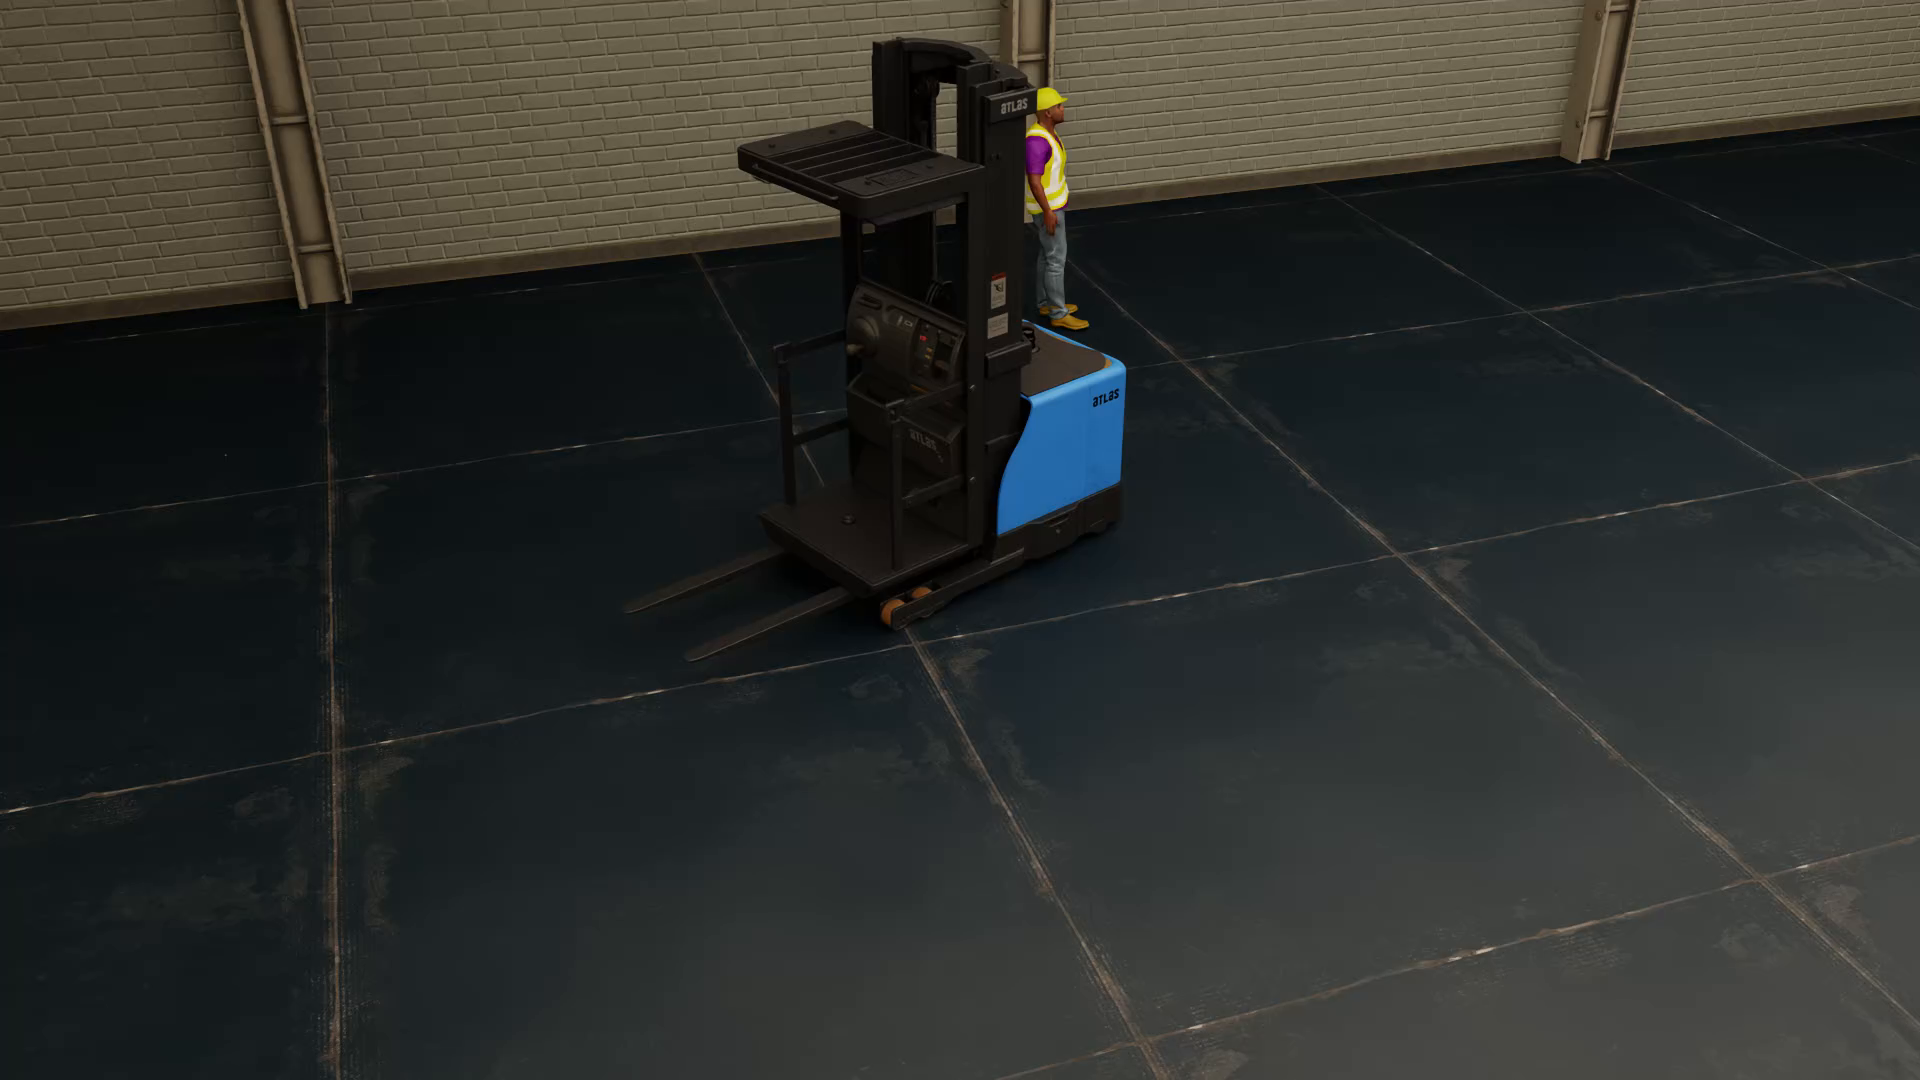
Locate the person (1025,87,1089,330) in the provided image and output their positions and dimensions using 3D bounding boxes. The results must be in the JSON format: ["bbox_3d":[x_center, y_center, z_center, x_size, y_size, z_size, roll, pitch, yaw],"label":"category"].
[{"bbox_3d":[0.751,-2.542,12.660,0.578,1.764,0.666,4,30,7],"label":"person"}]

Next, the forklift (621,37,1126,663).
[{"bbox_3d":[-0.461,-1.072,8.951,3.031,2.935,1.130,-23,37,-34],"label":"forklift"}]
